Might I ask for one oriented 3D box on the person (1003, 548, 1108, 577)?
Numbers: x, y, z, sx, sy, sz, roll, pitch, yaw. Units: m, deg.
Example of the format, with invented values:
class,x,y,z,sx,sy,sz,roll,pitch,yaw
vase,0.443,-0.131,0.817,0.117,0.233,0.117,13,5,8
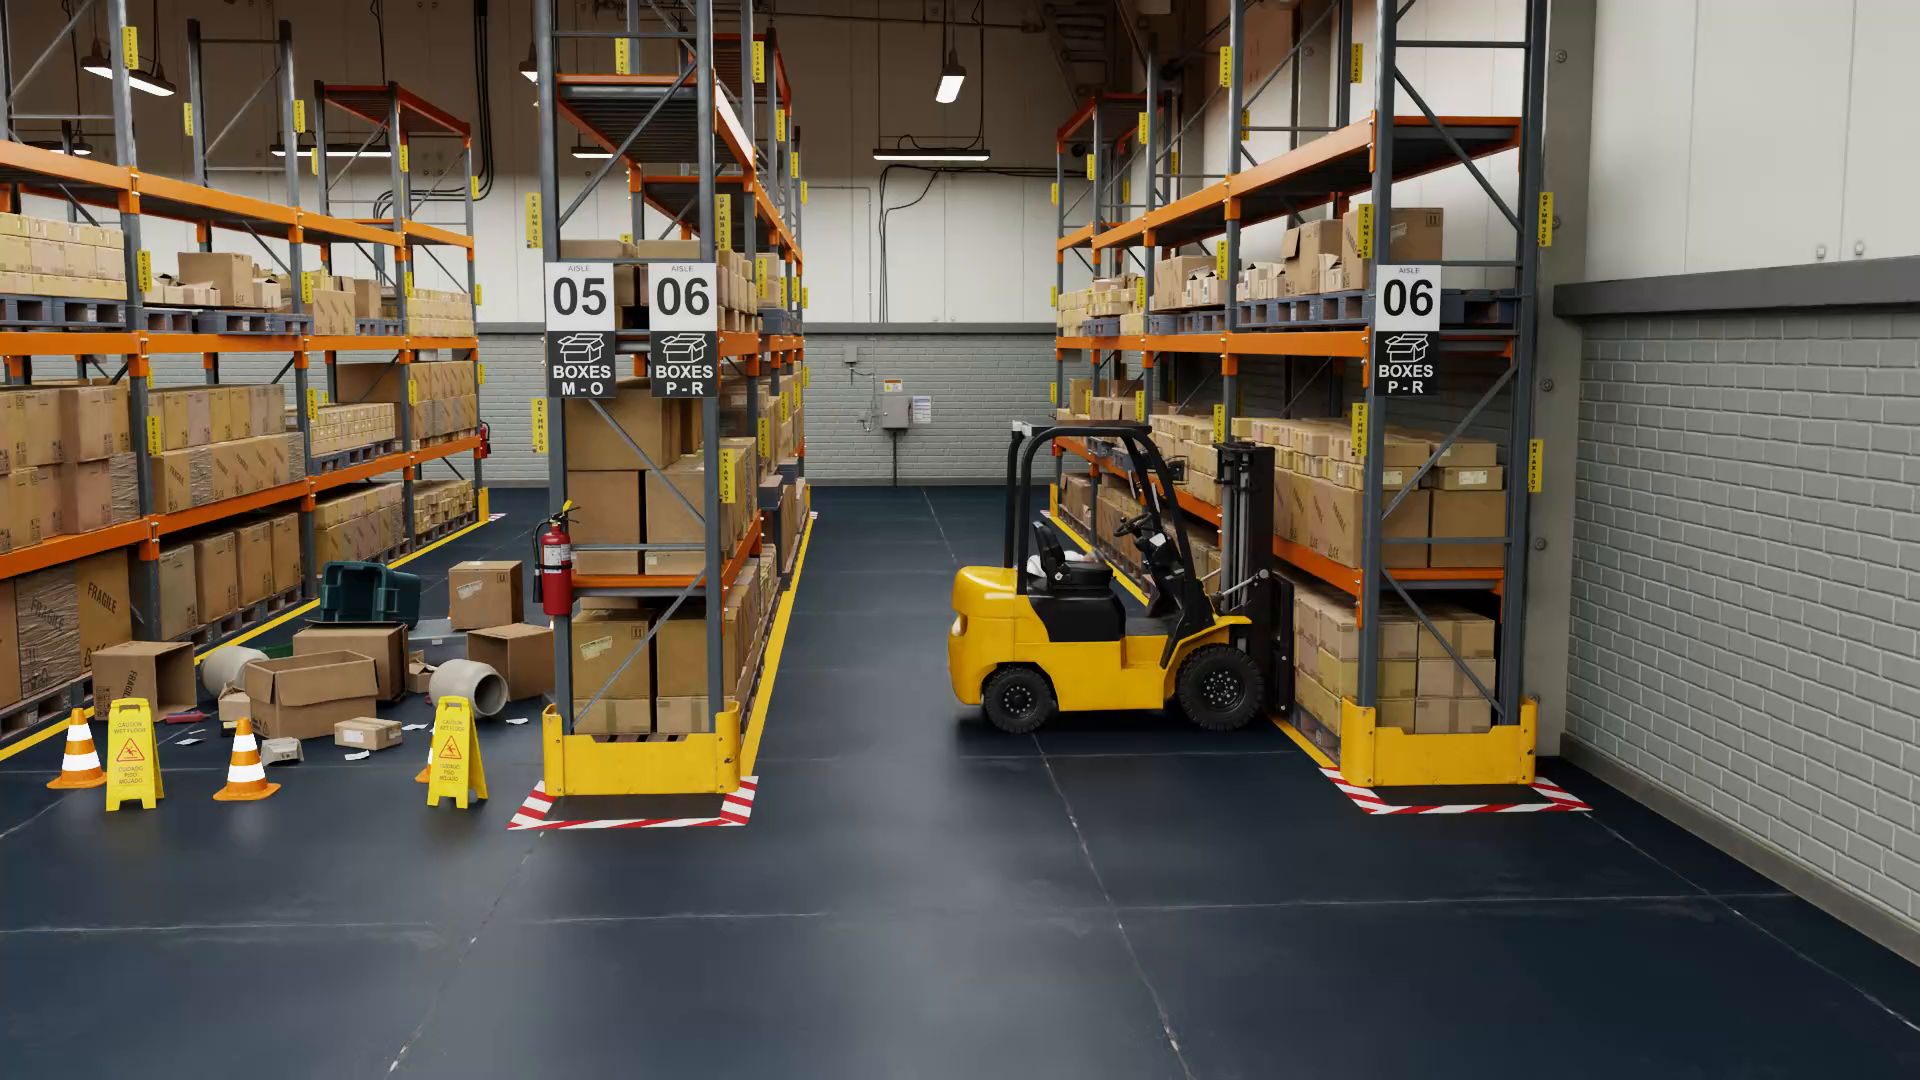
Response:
class,x,y,z,sx,sy,sz,roll,pitch,yaw
person,0.920,0.485,15.724,1.030,0.827,0.527,-1,7,-5
